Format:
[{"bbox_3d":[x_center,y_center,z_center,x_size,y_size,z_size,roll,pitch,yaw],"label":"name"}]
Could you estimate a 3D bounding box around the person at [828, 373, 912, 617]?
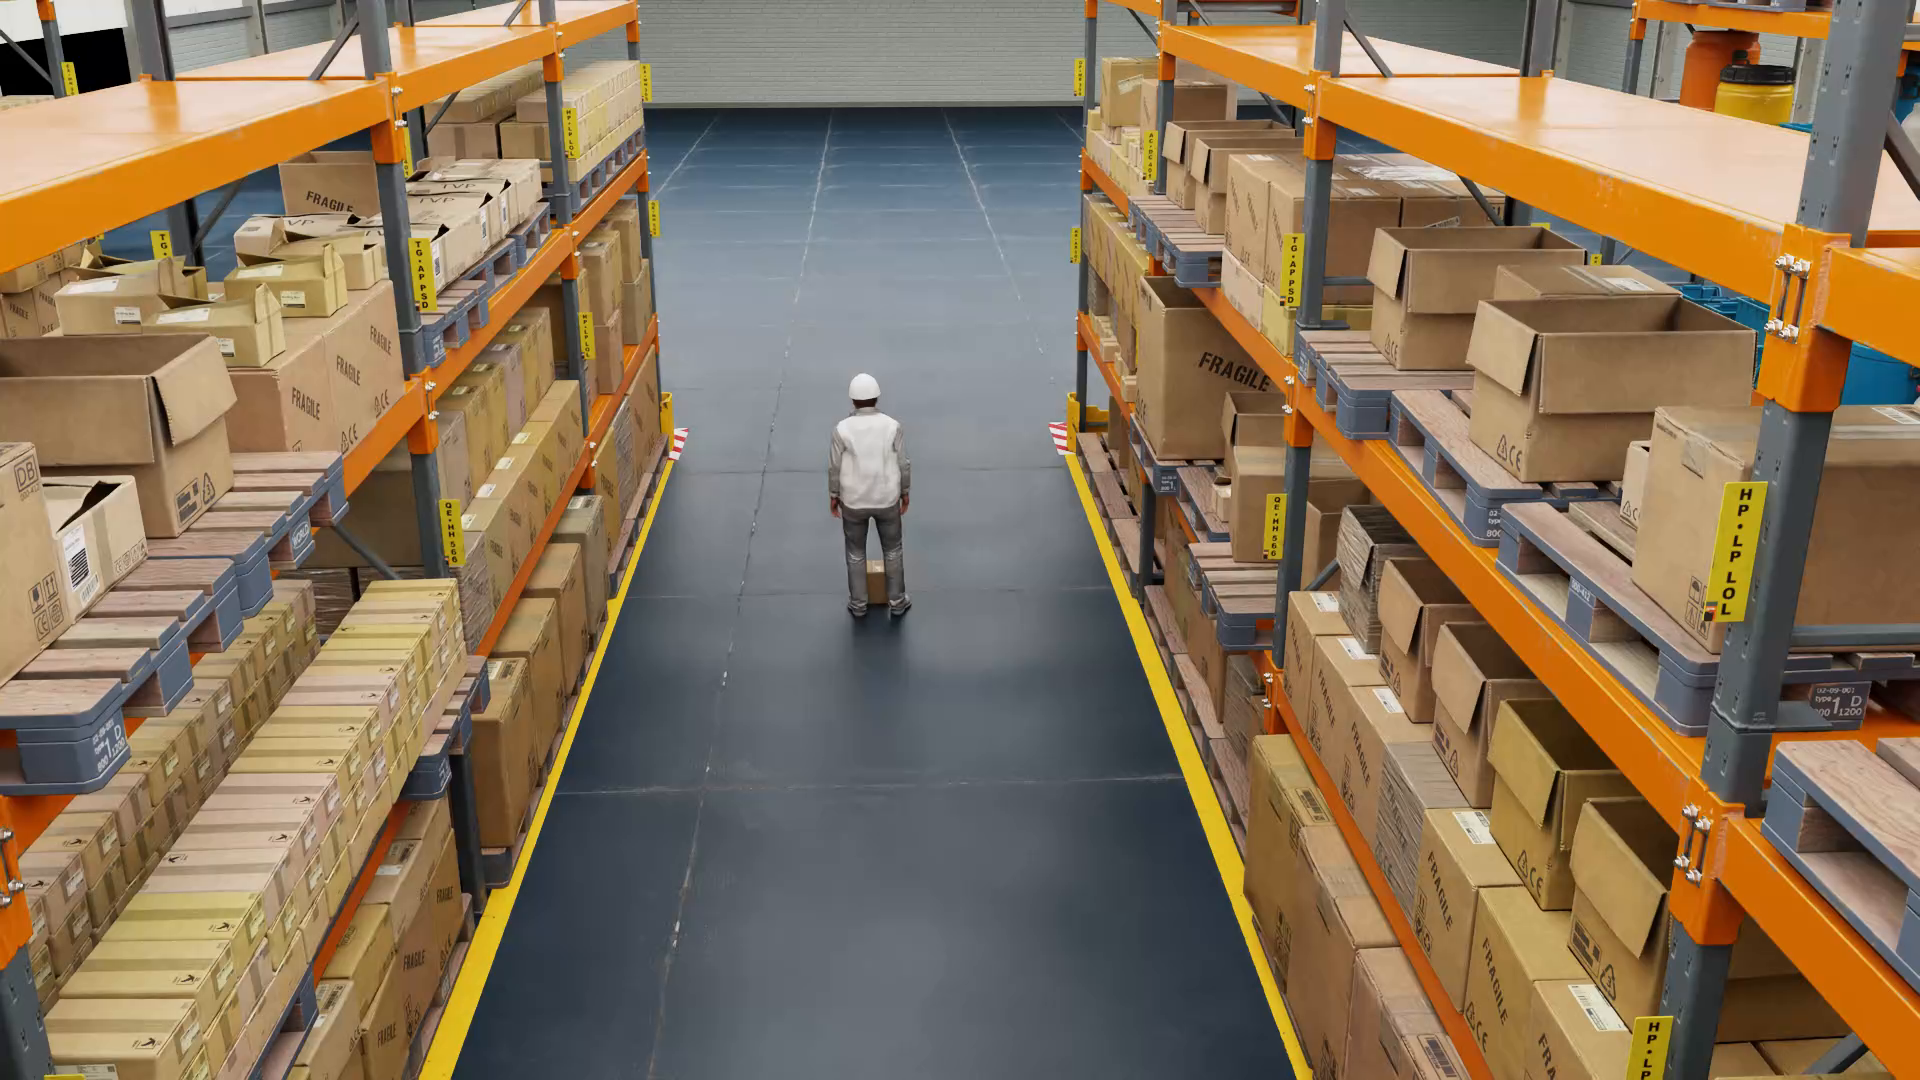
[{"bbox_3d":[-0.643,-0.311,11.881,0.594,1.772,0.459,-2,20,-6],"label":"person"}]
